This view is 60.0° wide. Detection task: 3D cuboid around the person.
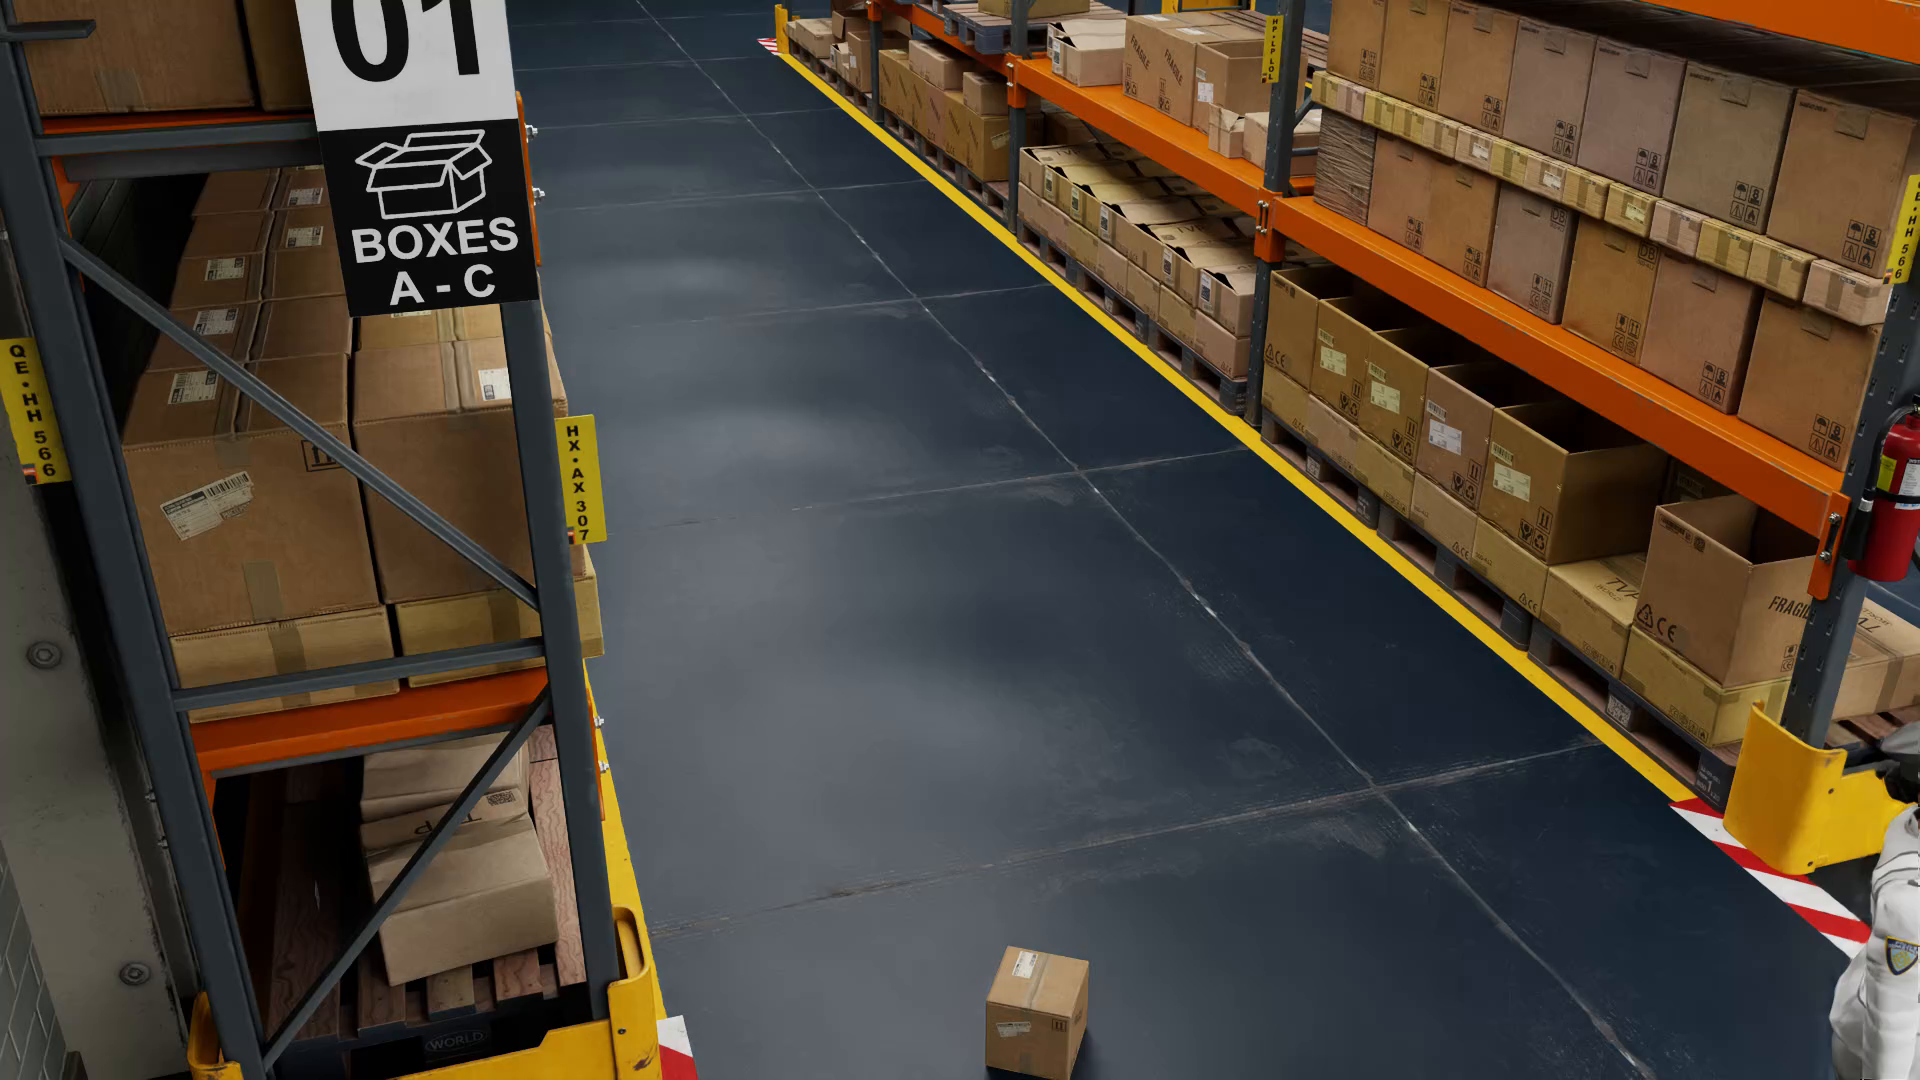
[{"bbox_3d":[2.130,0.734,3.609,0.358,0.808,0.381,17,31,31],"label":"person"}]
